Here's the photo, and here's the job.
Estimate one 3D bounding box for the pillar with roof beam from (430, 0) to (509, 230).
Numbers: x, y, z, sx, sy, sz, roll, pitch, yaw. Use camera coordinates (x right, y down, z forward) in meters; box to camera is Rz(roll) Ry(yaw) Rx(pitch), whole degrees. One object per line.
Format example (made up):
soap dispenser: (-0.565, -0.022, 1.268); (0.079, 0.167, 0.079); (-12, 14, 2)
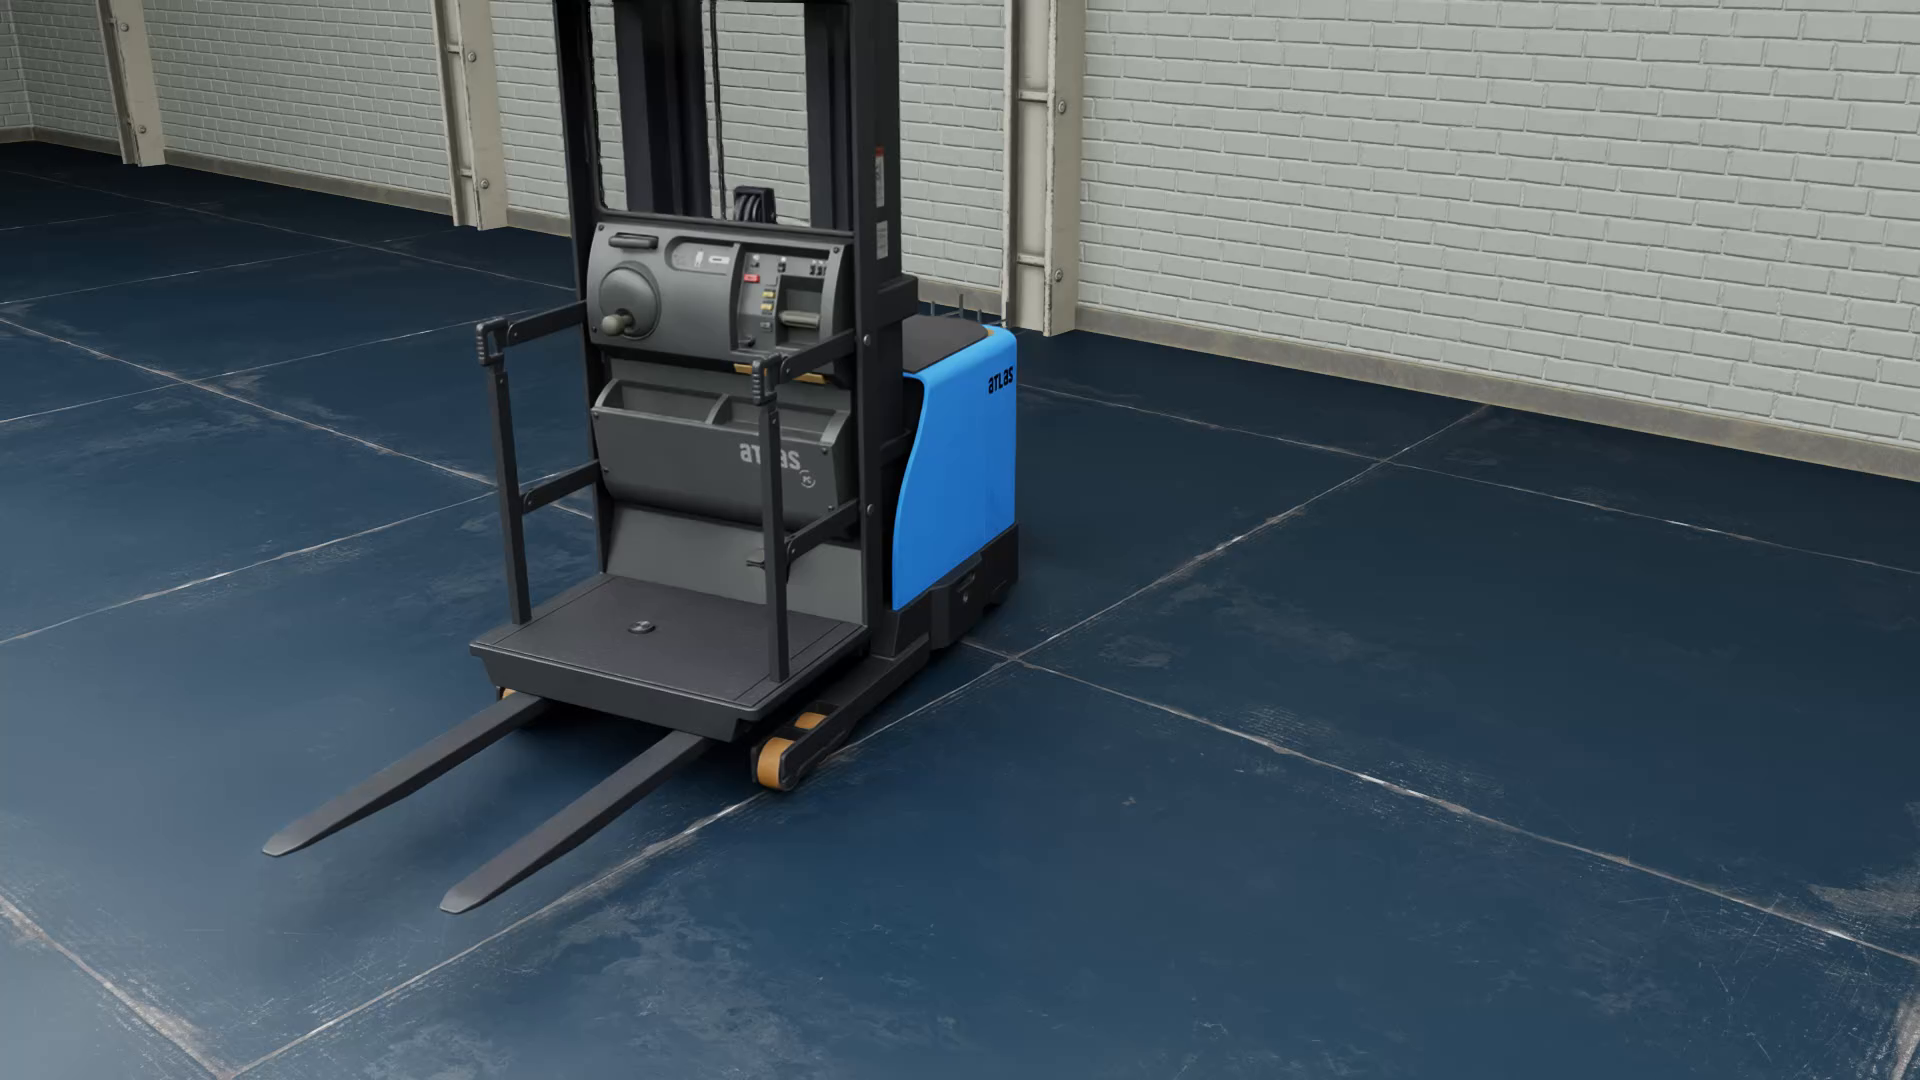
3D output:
pillar with roof beam: (-6.854, -5.755, 9.675); (0.400, 9.000, 9.100); (16, 26, 36)

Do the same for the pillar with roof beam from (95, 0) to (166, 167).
pillar with roof beam: (-11.503, -7.093, 13.225); (0.400, 9.000, 9.100); (16, 26, 36)

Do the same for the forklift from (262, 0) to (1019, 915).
forklift: (-0.873, -0.774, 5.066); (1.130, 2.935, 3.031); (10, 23, 24)

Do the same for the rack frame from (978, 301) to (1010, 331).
rack frame: (0.136, -0.452, 6.879); (0.008, 1.050, 0.200); (16, 26, 36)

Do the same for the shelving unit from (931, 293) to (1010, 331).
shelving unit: (0.041, -0.479, 6.951); (0.252, 1.050, 0.215); (16, 26, 36)

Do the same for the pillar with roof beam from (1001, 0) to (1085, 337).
pillar with roof beam: (-2.206, -4.416, 6.126); (0.400, 9.000, 9.100); (16, 26, 36)

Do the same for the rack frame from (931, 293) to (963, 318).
rack frame: (-0.053, -0.507, 7.023); (0.008, 1.050, 0.200); (16, 26, 36)
